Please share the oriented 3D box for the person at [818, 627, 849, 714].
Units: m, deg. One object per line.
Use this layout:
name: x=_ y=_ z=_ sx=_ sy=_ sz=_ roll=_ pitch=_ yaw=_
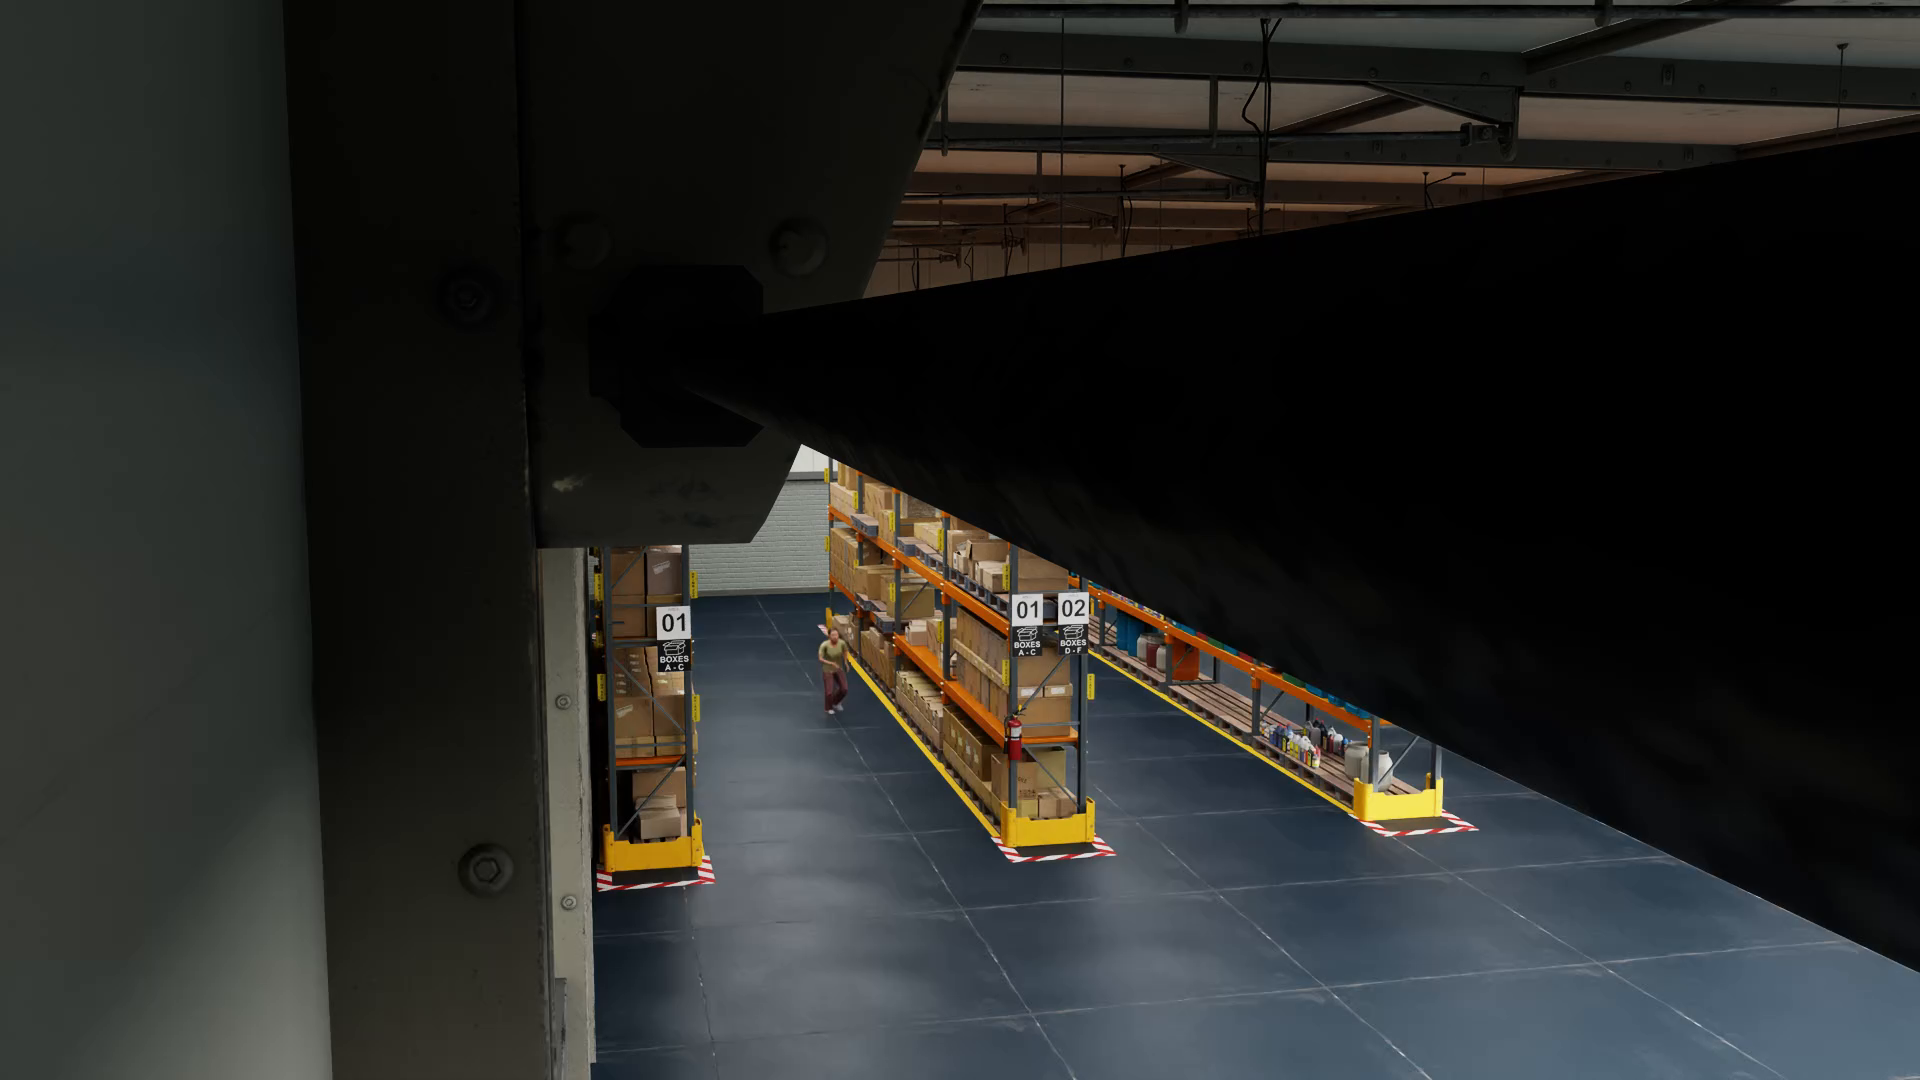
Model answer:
person: x=-2.138 y=2.223 z=28.180 sx=0.575 sy=1.559 sz=0.735 roll=-3 pitch=7 yaw=-21
